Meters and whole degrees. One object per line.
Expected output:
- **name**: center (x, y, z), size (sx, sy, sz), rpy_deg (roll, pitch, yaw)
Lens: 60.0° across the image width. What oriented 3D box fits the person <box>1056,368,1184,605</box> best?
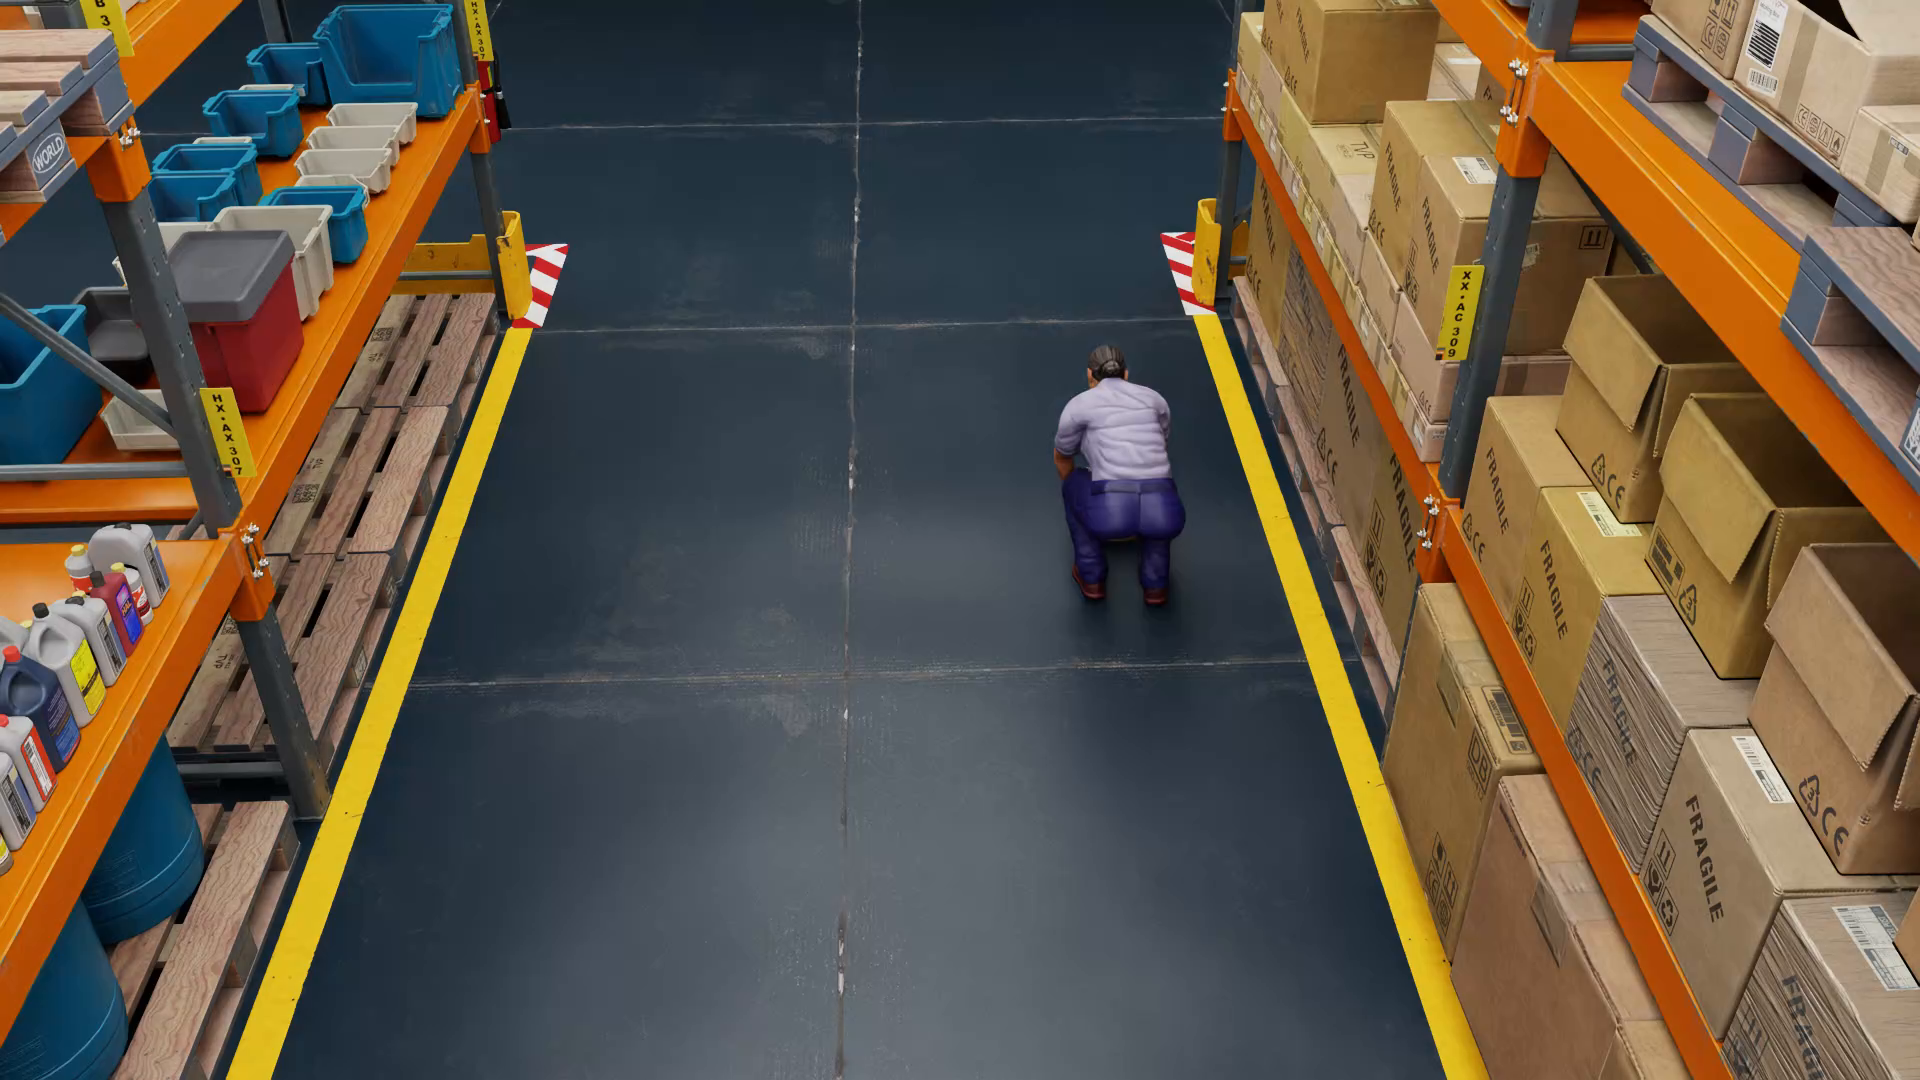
- **person**: center (0.686, -0.202, 7.138), size (0.523, 0.851, 0.832), rpy_deg (-2, 35, -2)
